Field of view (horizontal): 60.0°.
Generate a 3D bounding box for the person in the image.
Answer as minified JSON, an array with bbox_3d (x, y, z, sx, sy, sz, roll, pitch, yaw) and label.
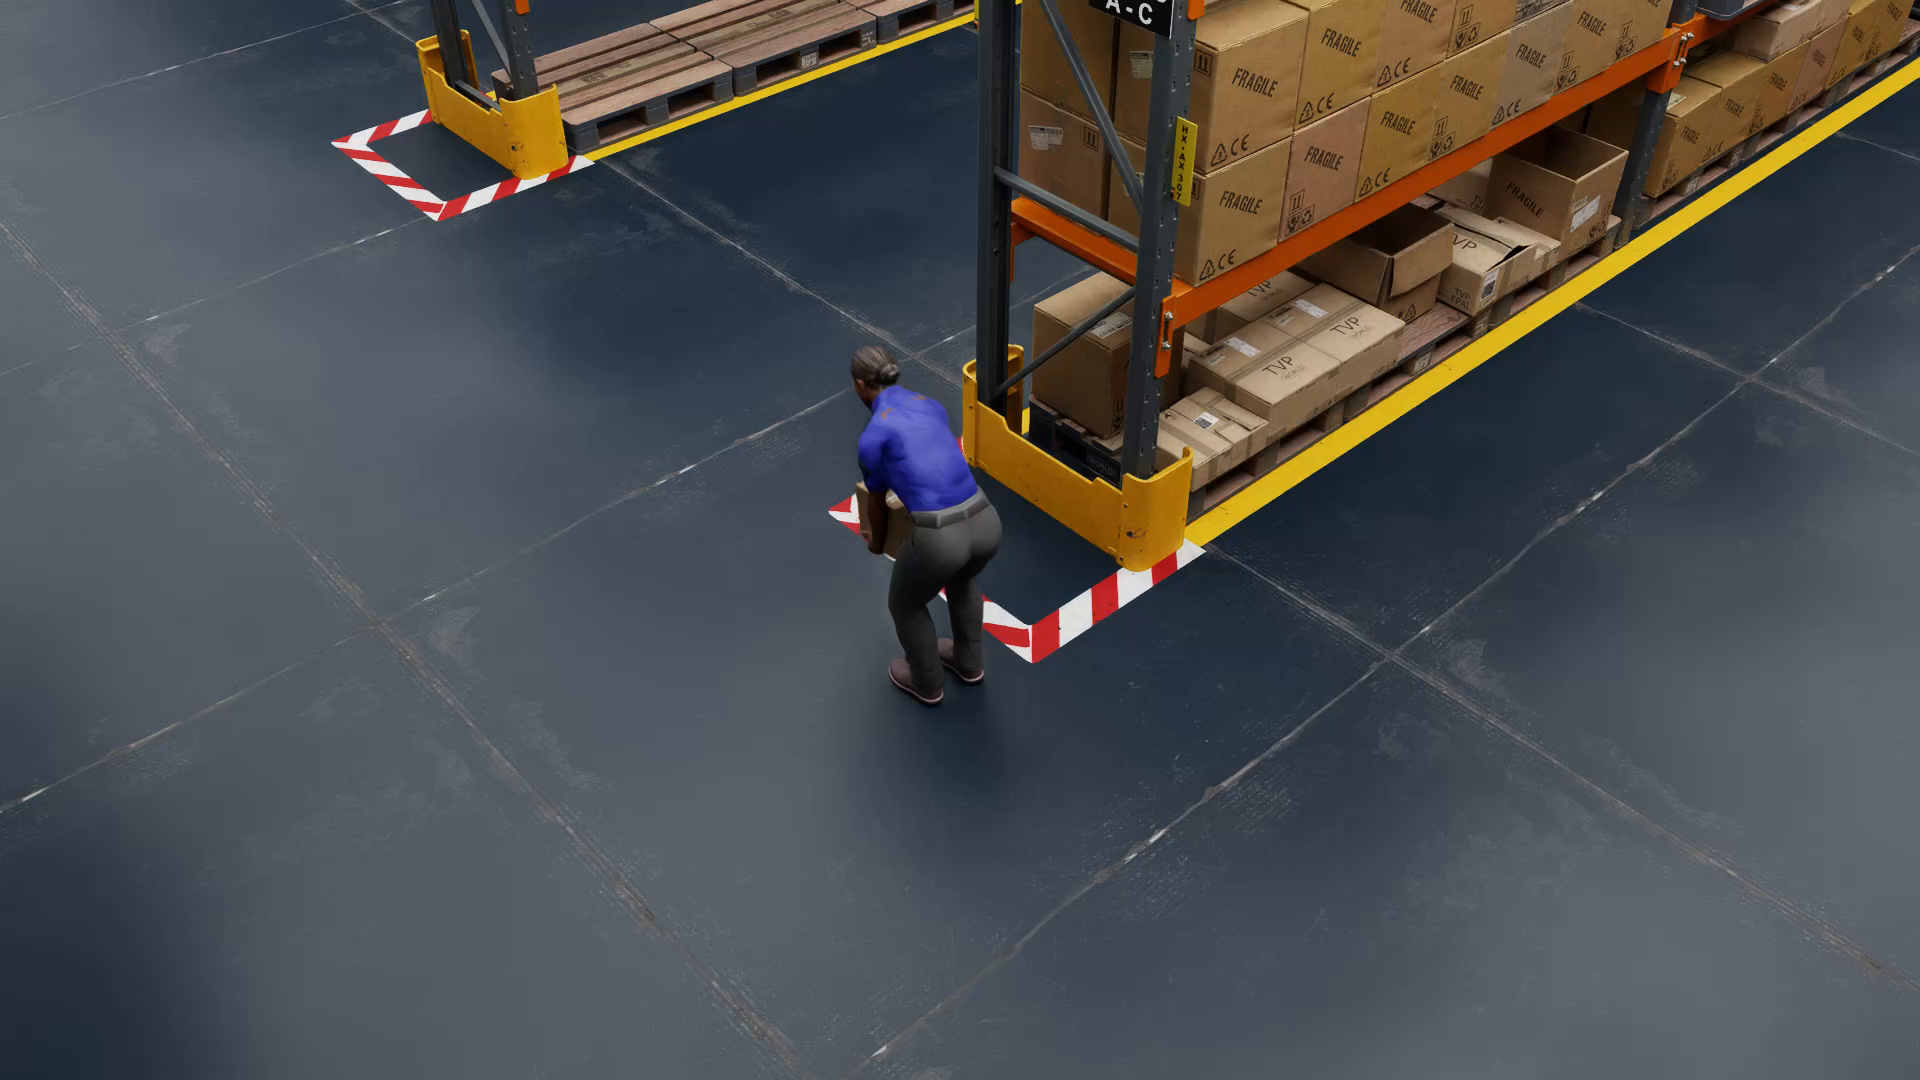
[{"bbox_3d":[-0.160,-0.036,6.424,0.416,1.381,0.759,-27,47,-28],"label":"person"}]
